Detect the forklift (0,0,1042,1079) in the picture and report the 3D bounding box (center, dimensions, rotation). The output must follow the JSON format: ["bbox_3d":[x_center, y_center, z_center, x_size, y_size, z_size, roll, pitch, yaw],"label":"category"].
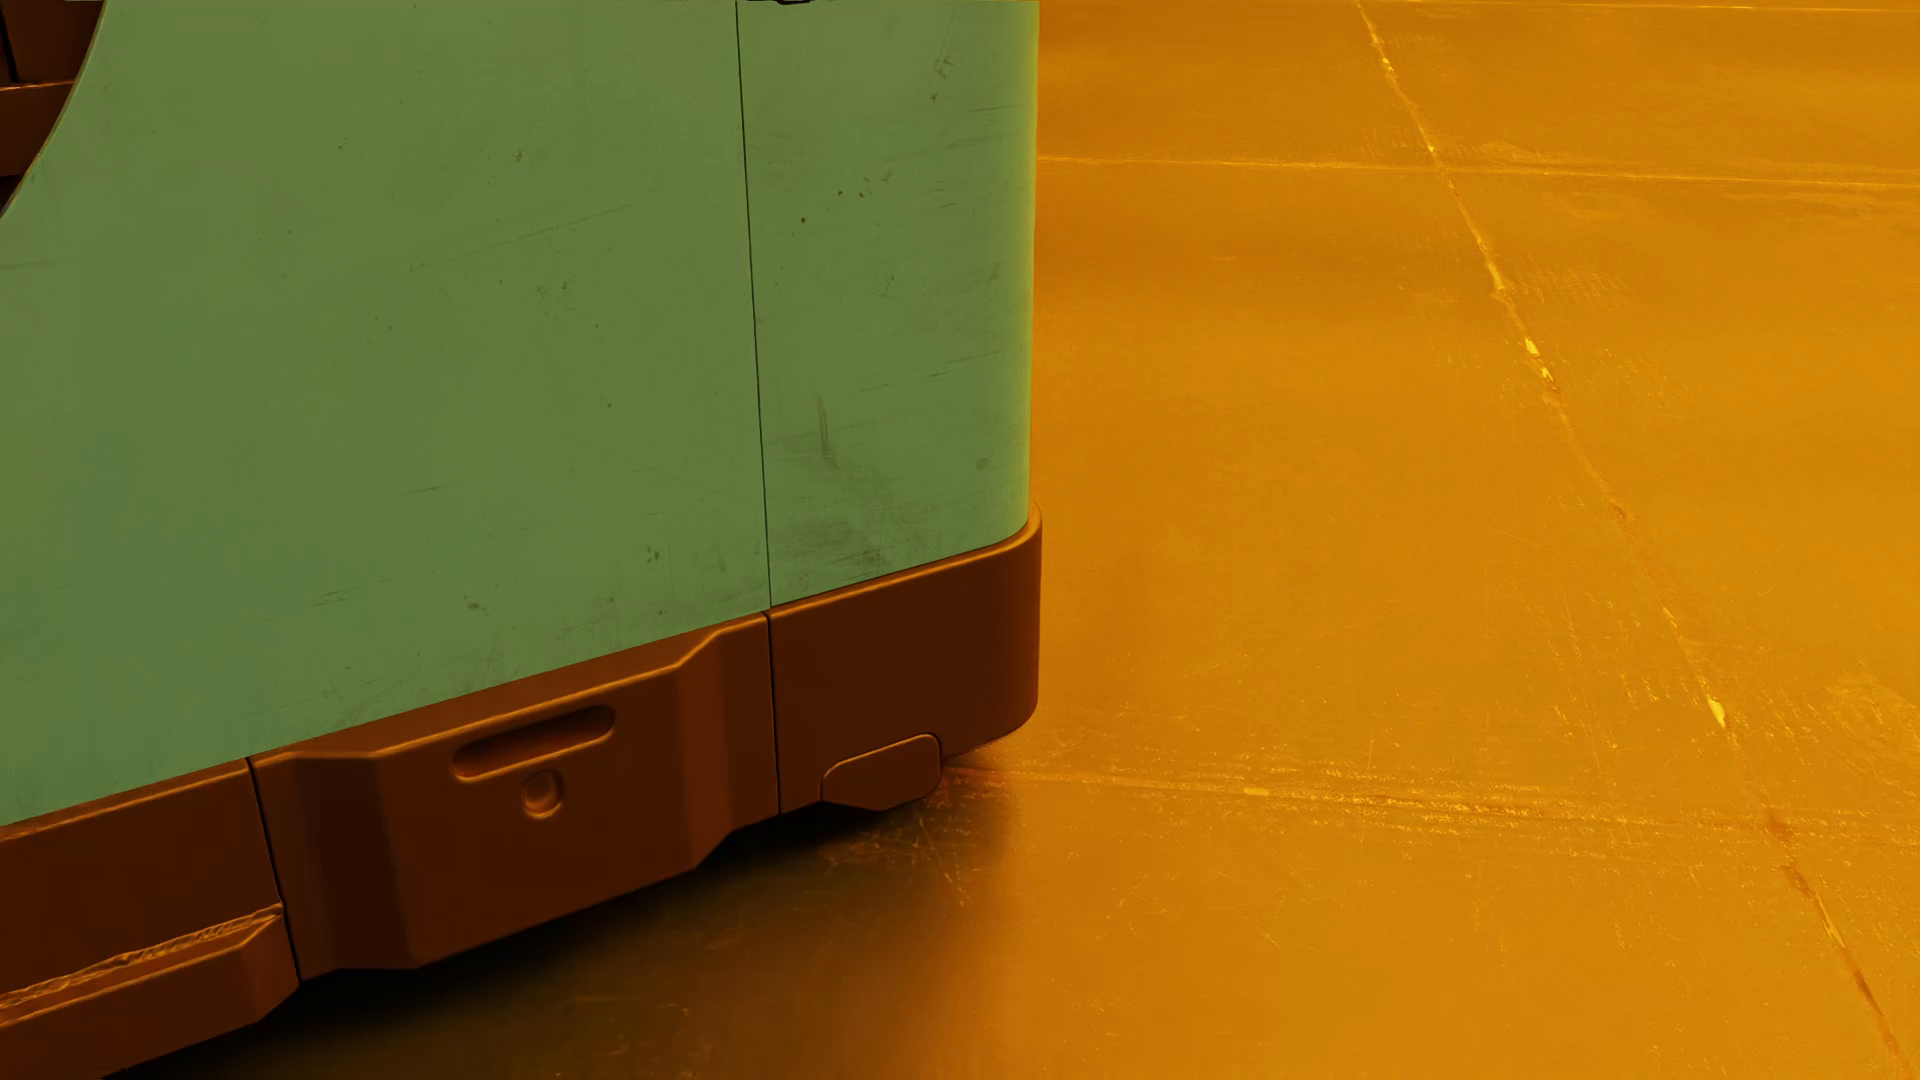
[{"bbox_3d":[-1.431,-0.887,0.995,3.031,2.935,1.130,-16,30,-28],"label":"forklift"}]
